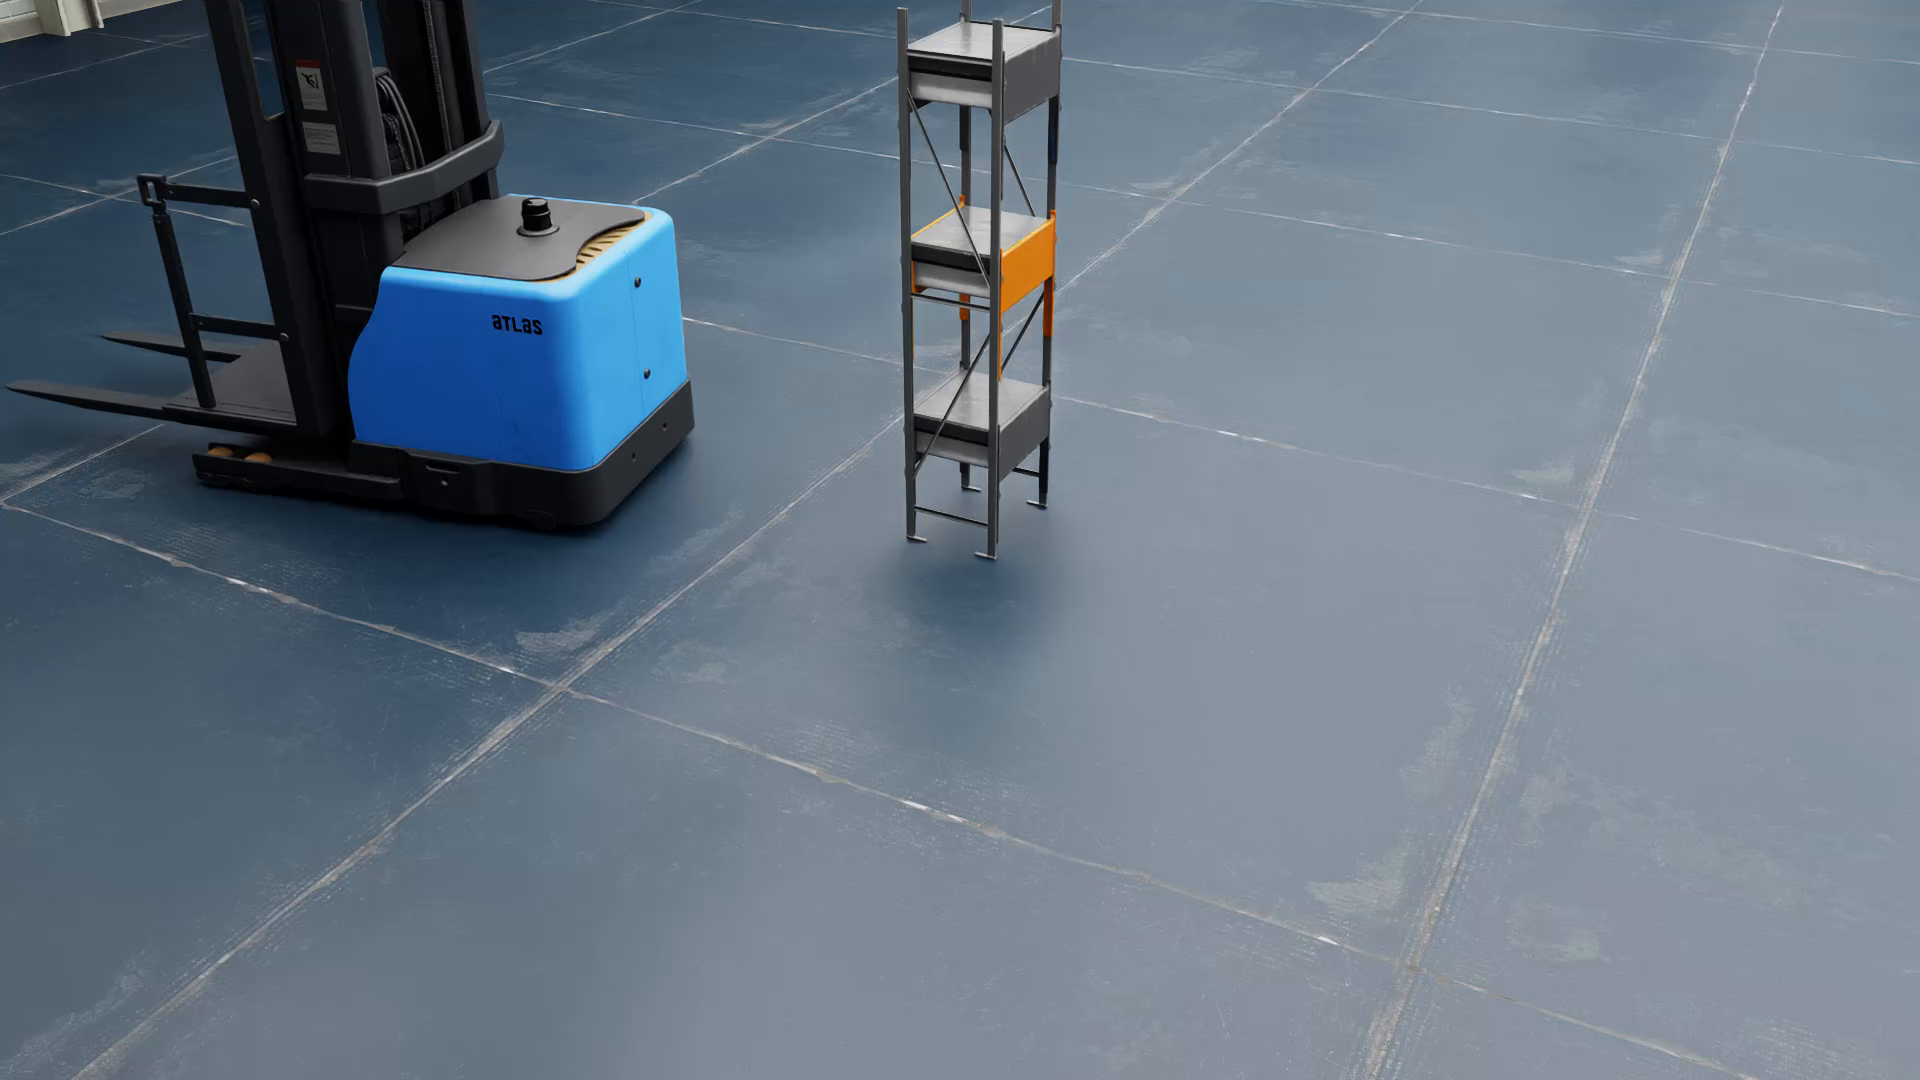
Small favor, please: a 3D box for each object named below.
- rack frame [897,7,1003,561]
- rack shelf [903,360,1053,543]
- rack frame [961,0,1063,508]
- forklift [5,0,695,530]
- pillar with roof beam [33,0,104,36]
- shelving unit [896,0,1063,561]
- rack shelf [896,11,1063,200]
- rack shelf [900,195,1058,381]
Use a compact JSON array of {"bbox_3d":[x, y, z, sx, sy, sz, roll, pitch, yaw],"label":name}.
[{"bbox_3d":[-0.036,-0.876,6.167,0.400,2.100,0.015,14,33,23],"label":"rack frame"},{"bbox_3d":[0.075,-0.365,6.710,0.431,0.518,0.480,14,33,23],"label":"rack shelf"},{"bbox_3d":[0.187,-1.092,6.543,0.400,2.100,0.015,14,33,23],"label":"rack frame"},{"bbox_3d":[-2.772,-1.718,6.799,3.031,2.935,1.130,8,31,14],"label":"forklift"},{"bbox_3d":[-3.898,-7.375,10.556,9.100,9.000,0.400,14,33,23],"label":"pillar with roof beam"},{"bbox_3d":[0.075,-0.984,6.355,0.431,2.100,0.503,14,33,23],"label":"shelving unit"},{"bbox_3d":[0.075,-1.579,6.013,0.431,0.518,0.480,14,33,23],"label":"rack shelf"},{"bbox_3d":[0.075,-0.972,6.362,0.431,0.518,0.480,14,33,23],"label":"rack shelf"}]
